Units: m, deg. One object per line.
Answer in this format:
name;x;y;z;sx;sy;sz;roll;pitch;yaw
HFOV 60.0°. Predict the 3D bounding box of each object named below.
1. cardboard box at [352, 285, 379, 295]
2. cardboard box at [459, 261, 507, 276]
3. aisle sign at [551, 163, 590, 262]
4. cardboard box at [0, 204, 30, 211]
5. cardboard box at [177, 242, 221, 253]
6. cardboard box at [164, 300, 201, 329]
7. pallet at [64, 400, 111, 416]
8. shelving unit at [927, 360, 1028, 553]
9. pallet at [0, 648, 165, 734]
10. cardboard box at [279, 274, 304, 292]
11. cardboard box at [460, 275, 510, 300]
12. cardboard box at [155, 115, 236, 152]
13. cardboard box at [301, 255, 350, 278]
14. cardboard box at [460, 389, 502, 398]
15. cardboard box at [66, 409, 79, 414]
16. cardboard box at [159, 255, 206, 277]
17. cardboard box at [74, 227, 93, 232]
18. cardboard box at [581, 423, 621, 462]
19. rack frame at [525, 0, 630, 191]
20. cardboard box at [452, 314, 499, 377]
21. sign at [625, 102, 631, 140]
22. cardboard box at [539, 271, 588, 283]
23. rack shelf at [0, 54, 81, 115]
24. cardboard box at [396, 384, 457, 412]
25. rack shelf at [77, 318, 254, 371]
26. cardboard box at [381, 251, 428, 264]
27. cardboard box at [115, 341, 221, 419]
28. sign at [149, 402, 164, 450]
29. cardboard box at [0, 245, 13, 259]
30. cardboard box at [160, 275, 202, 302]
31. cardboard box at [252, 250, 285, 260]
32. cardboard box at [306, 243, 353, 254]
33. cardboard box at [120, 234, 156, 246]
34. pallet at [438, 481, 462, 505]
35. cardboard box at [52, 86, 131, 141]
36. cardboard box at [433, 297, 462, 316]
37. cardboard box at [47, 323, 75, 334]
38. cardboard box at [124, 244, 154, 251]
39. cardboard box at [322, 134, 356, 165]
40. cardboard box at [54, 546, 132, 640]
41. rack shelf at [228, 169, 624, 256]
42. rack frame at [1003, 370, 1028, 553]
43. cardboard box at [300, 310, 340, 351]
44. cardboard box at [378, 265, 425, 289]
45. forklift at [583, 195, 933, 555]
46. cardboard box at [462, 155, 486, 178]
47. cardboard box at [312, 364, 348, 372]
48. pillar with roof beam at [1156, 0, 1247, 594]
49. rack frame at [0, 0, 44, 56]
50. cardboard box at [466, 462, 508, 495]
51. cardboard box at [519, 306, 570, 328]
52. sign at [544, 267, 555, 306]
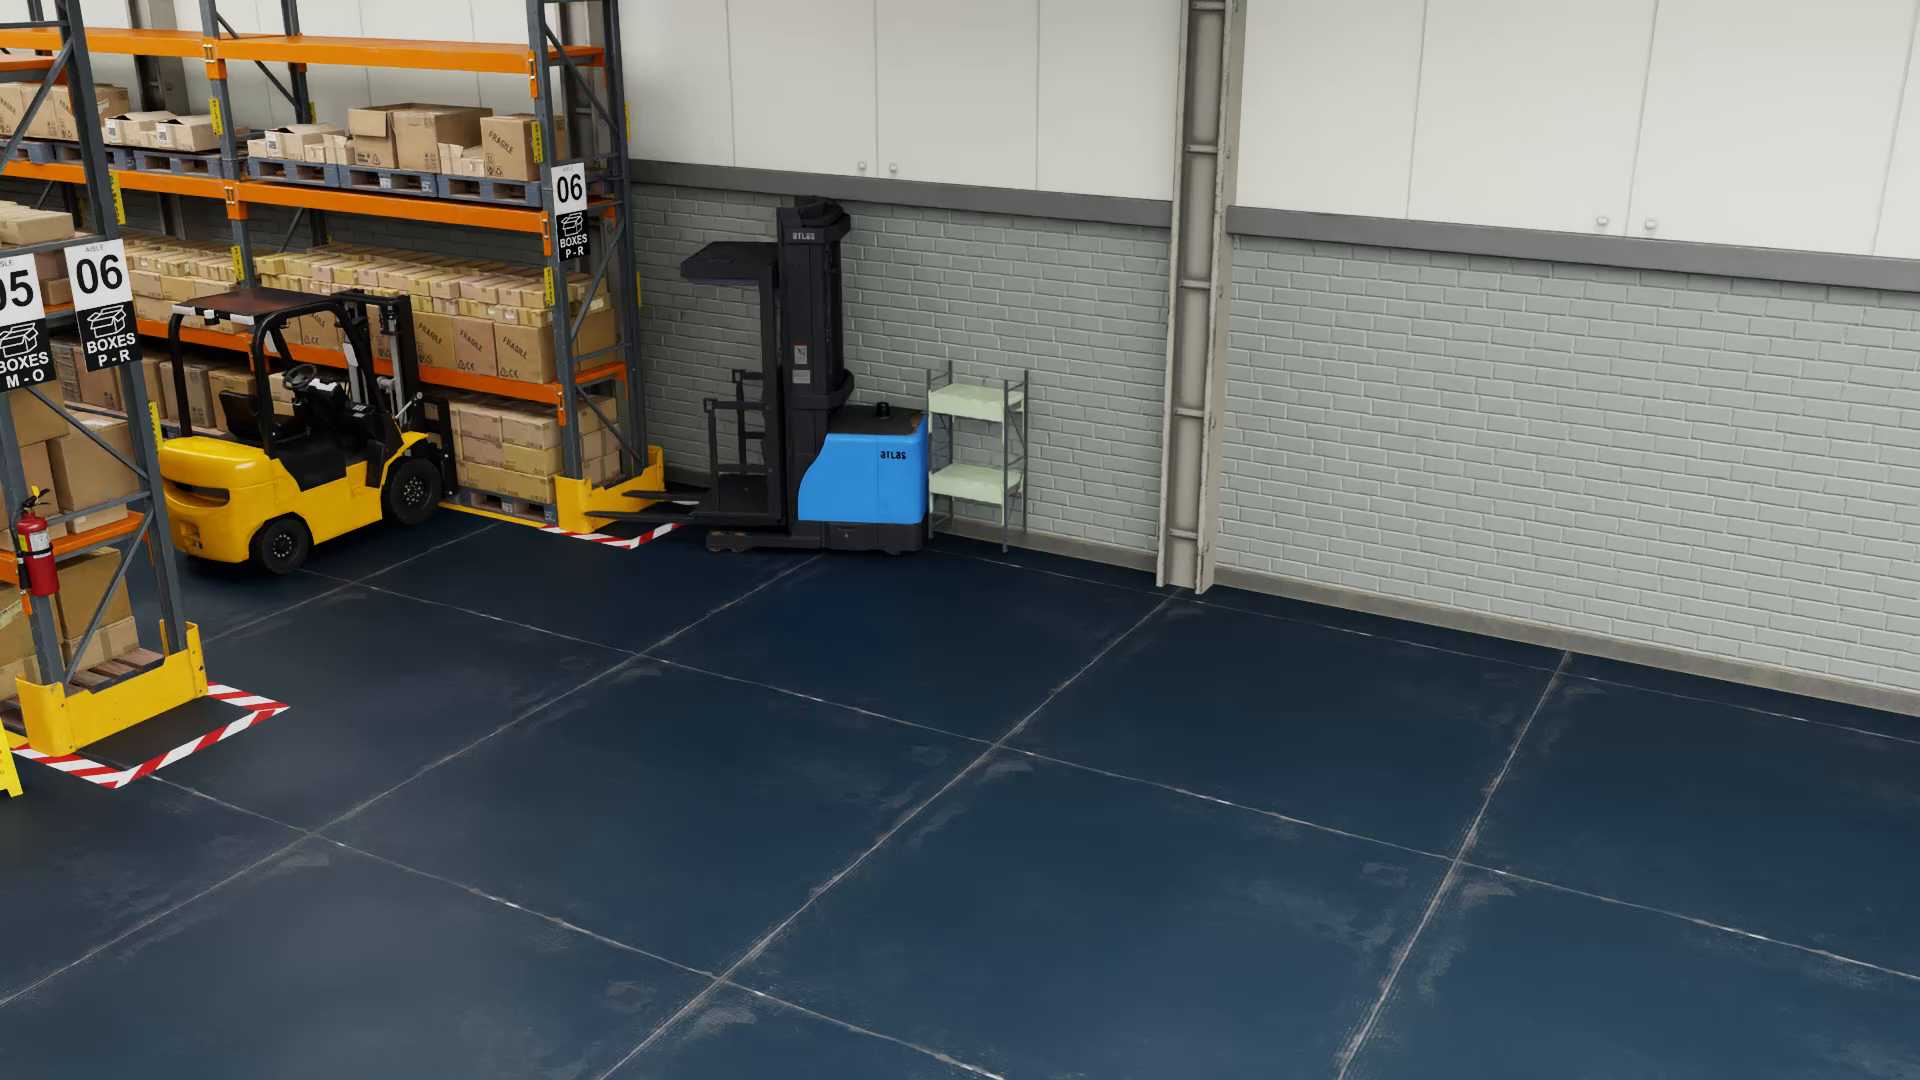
cardboard box;-5.457;-2.327;15.582;0.250;0.149;0.380;10;22;26
cardboard box;-4.489;-2.522;15.683;0.250;0.149;0.380;10;22;26
aisle sign;-3.304;-2.787;14.134;0.004;0.787;0.394;11;23;27
cardboard box;-6.262;-2.068;10.766;0.250;0.149;0.380;11;23;27
cardboard box;-8.000;-3.030;17.519;0.250;0.149;0.380;11;22;27
cardboard box;-7.719;-2.345;16.950;0.500;0.250;0.500;11;22;27
pallet;-9.503;-1.534;18.582;1.213;0.211;1.003;11;23;27
shelving unit;0.150;-0.719;14.167;0.755;1.500;0.431;11;22;28
pallet;-6.394;0.968;11.685;1.213;0.211;1.003;11;23;27
cardboard box;-6.333;-2.506;16.075;0.250;0.149;0.380;11;23;29
cardboard box;-4.287;-2.282;15.021;0.250;0.149;0.380;11;23;28
cardboard box;-7.461;-3.989;16.229;0.500;0.311;0.500;10;22;26
cardboard box;-6.077;-2.622;15.959;0.250;0.149;0.380;10;22;26
cardboard box;-4.415;-1.342;15.915;0.500;0.250;0.500;11;22;27
cardboard box;-6.368;-0.618;11.385;0.500;0.500;0.500;12;23;29
cardboard box;-7.833;-2.769;16.799;0.250;0.149;0.380;10;22;26
cardboard box;-9.820;-3.351;18.405;0.250;0.149;0.380;12;23;29
cardboard box;-3.527;-0.943;15.546;0.500;0.250;0.500;11;23;28
rack frame;-3.218;-4.483;13.825;0.127;3.000;1.000;11;23;27
cardboard box;-4.224;-1.803;15.087;0.500;0.500;0.500;12;23;29
sign;-2.942;-3.685;14.627;0.005;0.325;0.100;11;23;27
cardboard box;-3.609;-2.337;15.172;0.250;0.149;0.380;12;23;29
rack shelf;-7.382;-2.998;10.790;4.000;0.370;1.077;11;23;27
cardboard box;-5.105;-1.272;15.721;0.500;0.250;0.500;10;22;26
rack shelf;-8.456;-2.322;17.722;4.000;0.370;1.077;11;23;27
cardboard box;-5.382;-2.691;16.147;0.250;0.149;0.380;10;22;26
cardboard box;-8.502;-1.748;17.950;0.625;0.625;0.875;10;22;25
sign;-5.371;-0.753;11.070;0.005;0.325;0.100;11;23;27
cardboard box;-6.214;-1.669;10.250;0.500;0.250;0.500;10;22;27
cardboard box;-7.716;-2.582;16.867;0.500;0.250;0.500;10;22;26
cardboard box;-7.121;-2.863;17.057;0.250;0.149;0.380;10;22;26
cardboard box;-6.284;-2.857;16.605;0.250;0.149;0.380;11;23;27
cardboard box;-8.902;-3.193;17.969;0.250;0.149;0.380;11;22;27
pallet;-4.967;-0.670;16.200;1.213;0.211;1.003;11;23;27
cardboard box;-8.800;-4.333;16.900;0.500;0.500;0.500;11;23;29
cardboard box;-4.559;-2.159;15.118;0.250;0.149;0.380;10;22;26
cardboard box;-10.506;-2.500;19.255;0.250;0.149;0.380;12;23;30
cardboard box;-8.662;-2.979;17.377;0.250;0.149;0.380;11;23;27
cardboard box;-5.563;-3.582;15.175;0.258;0.266;0.396;10;22;26
cardboard box;-6.226;0.338;11.649;0.500;0.500;0.500;10;22;26
rack shelf;-4.964;-3.067;15.376;4.000;0.370;1.077;11;23;27
rack frame;0.468;-0.659;13.997;0.023;1.500;0.400;11;22;28
cardboard box;-5.987;-2.142;16.022;0.500;0.500;0.500;11;23;28
cardboard box;-5.187;-2.452;15.489;0.250;0.149;0.380;11;23;28
forklift;-1.774;-1.448;14.355;3.031;2.935;1.130;2;20;6
cardboard box;-4.090;-3.247;14.421;0.250;0.149;0.380;10;22;26
cardboard box;-6.186;-1.679;16.842;0.500;0.250;0.500;11;23;28
pillar with roof beam;-0.248;-2.588;8.600;0.400;9.000;9.100;11;23;27
rack frame;-10.202;-5.813;17.493;0.127;3.000;1.000;11;23;27
cardboard box;-4.212;-0.637;15.437;0.500;0.250;0.500;11;23;27
cardboard box;-3.657;-1.989;14.649;0.250;0.149;0.380;11;23;28
sign;-3.495;-2.159;14.171;0.005;0.325;0.100;11;23;27
